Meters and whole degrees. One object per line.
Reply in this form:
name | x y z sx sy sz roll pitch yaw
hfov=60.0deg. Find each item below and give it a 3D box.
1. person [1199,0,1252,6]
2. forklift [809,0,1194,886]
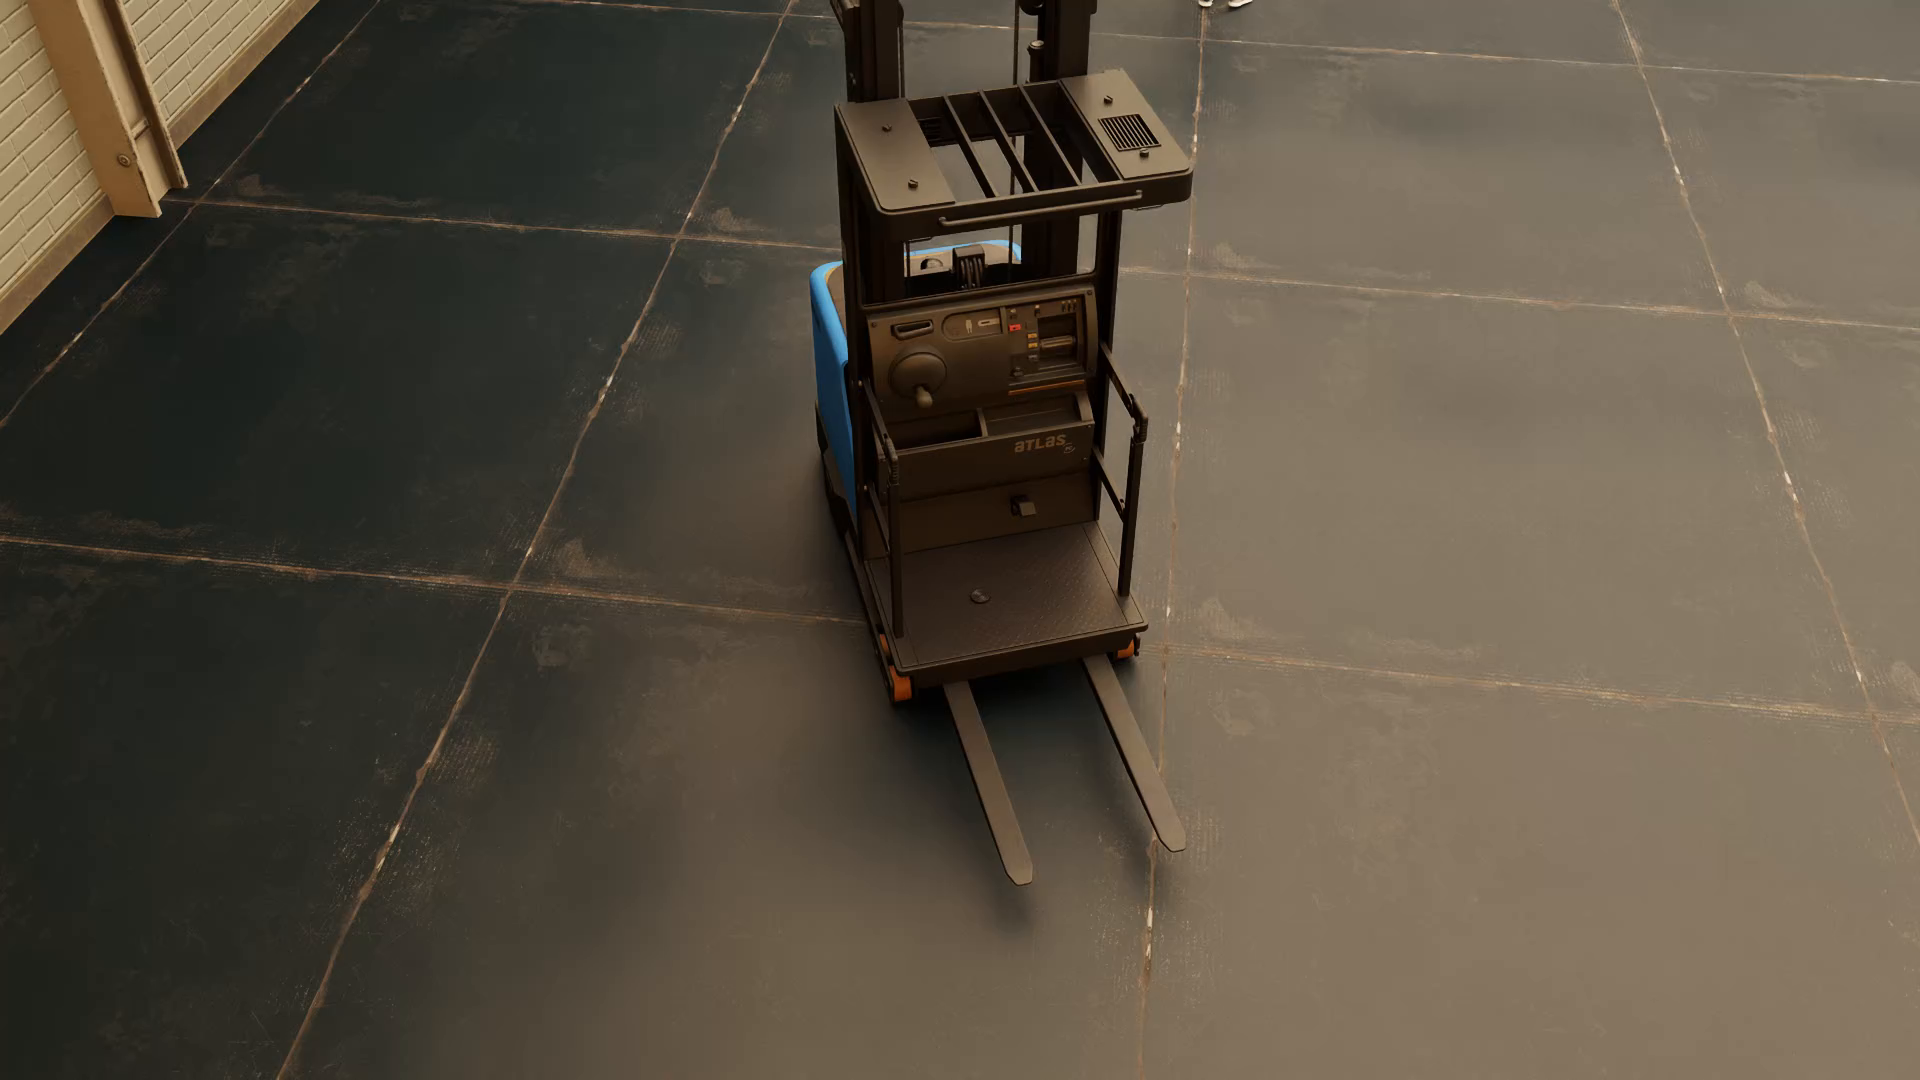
person | 1.837 -4.523 11.623 0.520 1.597 0.475 21 47 21
forklift | 0.153 -0.681 6.465 1.130 2.935 3.031 -10 44 -11
